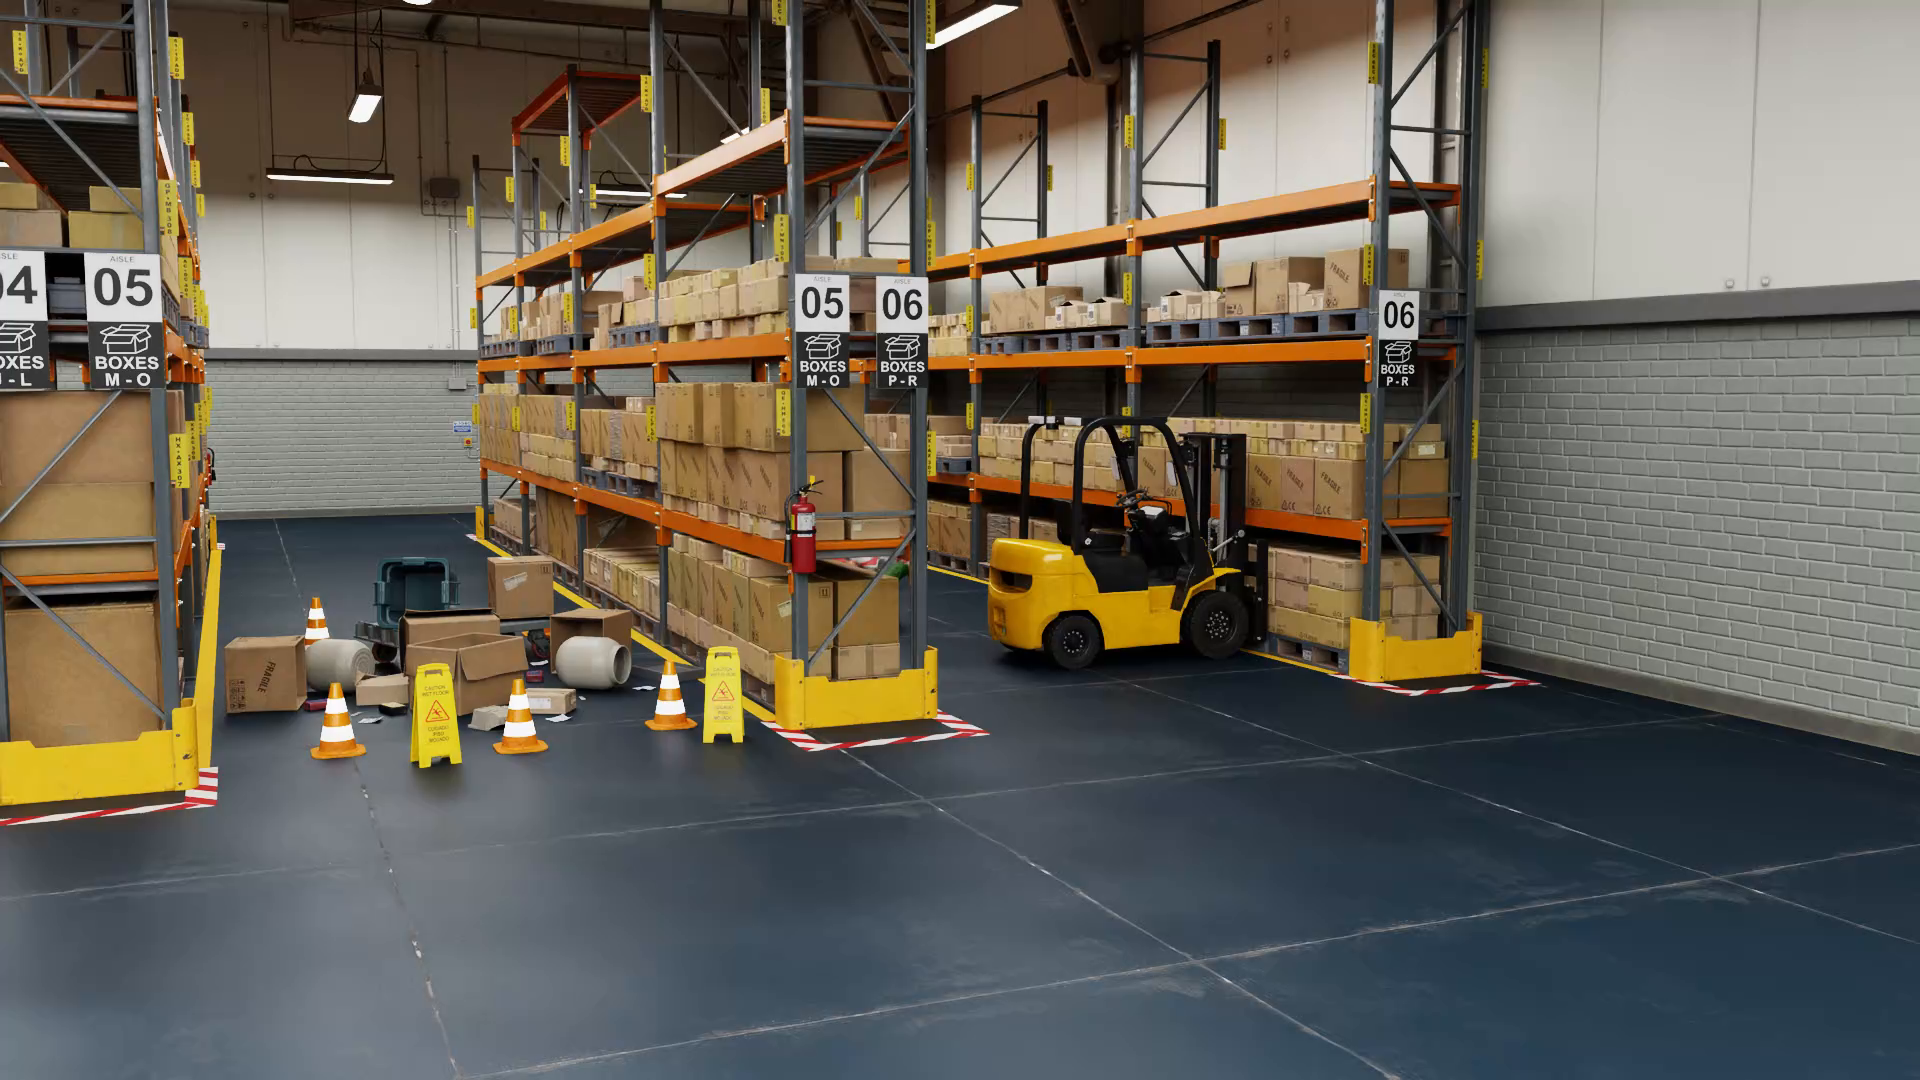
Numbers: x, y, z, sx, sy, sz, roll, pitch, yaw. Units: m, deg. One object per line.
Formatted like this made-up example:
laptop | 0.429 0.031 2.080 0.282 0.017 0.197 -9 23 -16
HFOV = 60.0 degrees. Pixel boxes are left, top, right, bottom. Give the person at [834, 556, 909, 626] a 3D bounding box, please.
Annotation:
person | -0.880 0.450 16.788 0.961 0.893 0.521 -3 6 -26
